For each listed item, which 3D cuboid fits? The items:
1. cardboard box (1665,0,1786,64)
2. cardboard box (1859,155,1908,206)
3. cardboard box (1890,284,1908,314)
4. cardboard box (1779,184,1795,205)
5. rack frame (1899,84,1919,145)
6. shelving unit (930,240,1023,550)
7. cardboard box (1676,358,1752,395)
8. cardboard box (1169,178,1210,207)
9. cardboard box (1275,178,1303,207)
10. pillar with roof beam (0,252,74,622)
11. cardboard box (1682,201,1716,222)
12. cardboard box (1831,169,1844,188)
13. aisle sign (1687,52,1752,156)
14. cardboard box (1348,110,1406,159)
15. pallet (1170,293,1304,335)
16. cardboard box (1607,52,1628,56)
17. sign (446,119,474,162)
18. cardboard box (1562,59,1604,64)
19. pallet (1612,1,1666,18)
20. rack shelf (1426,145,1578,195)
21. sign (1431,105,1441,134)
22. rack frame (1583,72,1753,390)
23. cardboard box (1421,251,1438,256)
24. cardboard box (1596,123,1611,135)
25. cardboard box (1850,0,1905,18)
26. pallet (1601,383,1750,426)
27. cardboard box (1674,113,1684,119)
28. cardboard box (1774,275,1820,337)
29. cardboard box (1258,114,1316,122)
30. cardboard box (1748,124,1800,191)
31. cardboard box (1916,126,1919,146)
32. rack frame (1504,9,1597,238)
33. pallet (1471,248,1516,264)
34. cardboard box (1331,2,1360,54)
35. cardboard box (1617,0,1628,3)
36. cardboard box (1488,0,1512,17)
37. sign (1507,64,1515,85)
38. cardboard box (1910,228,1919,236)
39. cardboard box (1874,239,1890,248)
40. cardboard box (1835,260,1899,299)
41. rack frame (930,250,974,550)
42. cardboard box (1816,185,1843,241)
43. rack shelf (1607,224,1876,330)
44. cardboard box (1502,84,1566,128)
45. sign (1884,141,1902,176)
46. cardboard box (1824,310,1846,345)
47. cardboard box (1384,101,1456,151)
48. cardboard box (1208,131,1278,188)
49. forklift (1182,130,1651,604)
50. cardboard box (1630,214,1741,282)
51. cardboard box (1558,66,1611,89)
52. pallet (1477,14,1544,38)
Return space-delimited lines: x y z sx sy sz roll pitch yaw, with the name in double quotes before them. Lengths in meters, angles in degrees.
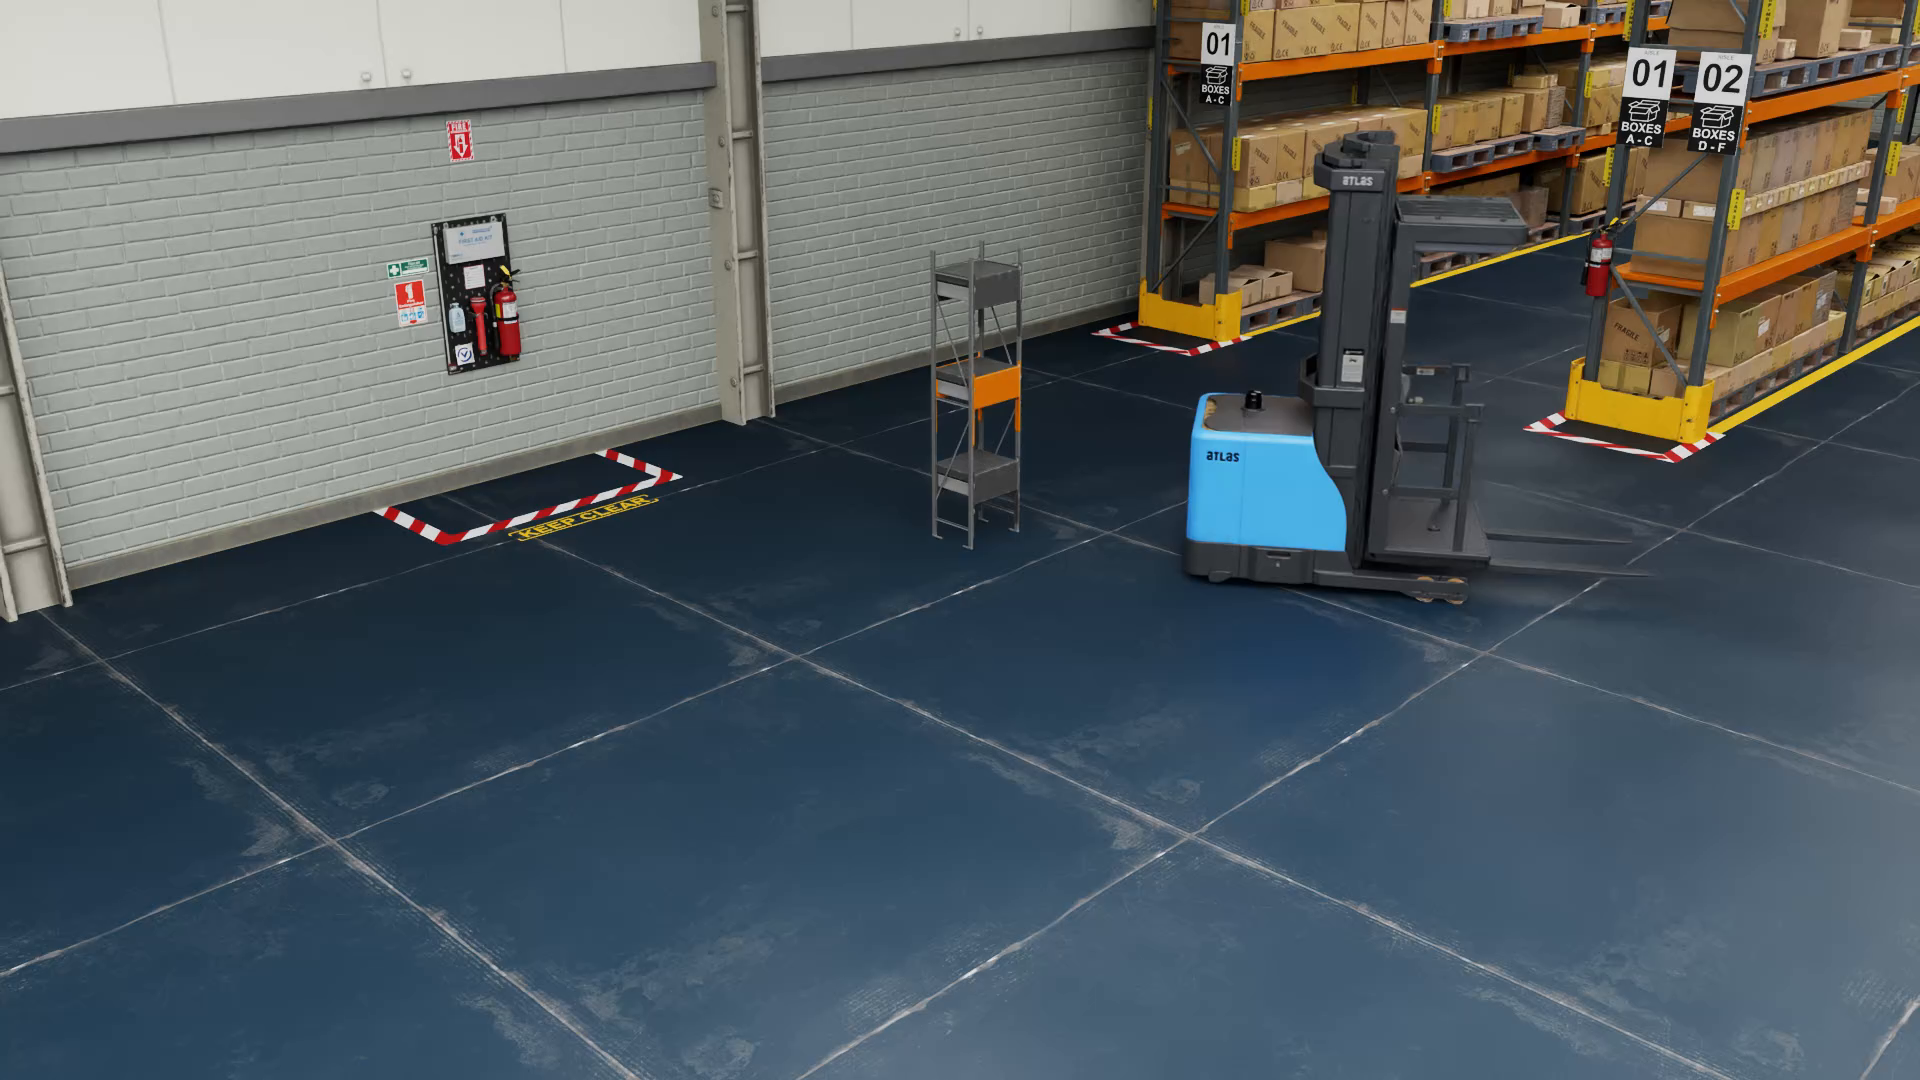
"cardboard box" 6.368 -4.266 13.887 0.637 0.503 0.797 -18 27 -38
"cardboard box" 9.670 -3.813 17.675 0.500 0.500 0.500 -18 27 -38
"cardboard box" 9.930 -2.657 18.054 0.500 0.250 0.500 18 28 39
"cardboard box" 7.289 -3.138 15.013 0.380 0.149 0.250 19 28 40
"rack frame" 11.545 -4.466 19.513 1.000 3.000 0.127 19 28 41
"shelving unit" 0.115 -1.023 11.809 0.431 2.100 0.503 19 28 41
"cardboard box" 6.844 -1.534 15.131 0.500 0.250 0.500 19 28 41
"cardboard box" 2.600 -3.756 17.848 0.500 0.250 0.500 -20 28 -41
"cardboard box" 3.332 -3.771 17.885 0.500 0.250 0.500 18 28 39
"pillar with roof beam" -3.006 -2.683 6.512 9.100 9.000 0.400 19 28 41
"cardboard box" 6.392 -2.806 14.151 0.380 0.149 0.250 19 28 40
"cardboard box" 8.181 -3.465 15.865 0.380 0.149 0.250 19 28 41
"aisle sign" 6.138 -3.530 13.453 0.394 0.787 0.004 19 28 41
"cardboard box" 4.750 -4.637 19.095 0.500 0.500 0.500 19 28 40
"pallet" 3.057 -2.566 18.457 1.003 0.211 1.213 19 28 41
"cardboard box" 9.916 -7.089 24.710 0.500 0.250 0.500 20 28 41
"sign" -3.733 -2.982 12.420 0.001 0.298 0.199 19 28 41
"cardboard box" 8.848 -6.695 23.684 0.500 0.250 0.500 18 28 39
"pallet" 9.182 -7.484 23.447 1.213 0.211 1.003 -19 28 -40
"rack shelf" 6.598 -4.855 21.528 1.077 0.370 4.000 19 28 41
"sign" 5.597 -4.947 19.558 0.100 0.325 0.005 19 28 41
"rack frame" 5.964 -2.410 14.163 1.000 3.000 0.127 19 28 41
"cardboard box" 5.704 -3.909 20.934 0.500 0.500 0.700 -19 28 -40
"cardboard box" 8.817 -5.733 23.133 0.250 0.149 0.380 -19 28 -40
"cardboard box" 9.213 -5.463 16.504 0.500 0.500 0.500 20 29 41
"pallet" 6.468 -1.315 15.202 1.003 0.211 1.213 19 28 41
"cardboard box" 10.592 -6.397 24.858 0.250 0.149 0.380 -20 28 -41
"cardboard box" 7.884 -2.271 16.005 0.500 0.500 0.500 19 28 41
"cardboard box" 3.656 -4.503 18.744 0.500 0.500 0.500 -20 29 -41
"cardboard box" 7.050 -3.459 14.944 0.700 0.500 0.500 19 28 41
"cardboard box" 11.904 -4.899 19.914 0.700 0.500 0.500 9 23 23
"rack frame" 7.993 -5.705 22.736 1.000 3.000 0.127 19 28 41
"pallet" 6.596 -3.891 21.903 1.003 0.211 1.213 19 28 41
"cardboard box" 3.943 -5.535 17.945 0.500 0.500 0.500 -18 27 -39
"cardboard box" 9.018 -7.784 23.213 0.500 0.500 0.700 -18 28 -39
"cardboard box" 6.502 -6.757 20.568 0.500 0.500 0.500 18 27 39
"sign" 7.593 -6.383 22.888 0.100 0.325 0.005 19 28 41
"cardboard box" 11.356 -3.444 19.320 0.500 0.311 0.500 -19 28 -41
"cardboard box" 10.251 -3.312 18.975 0.500 0.311 0.500 18 28 39
"cardboard box" 9.574 -2.783 17.601 0.500 0.311 0.500 19 28 40
"rack frame" -0.055 -0.960 11.645 0.400 2.100 0.015 19 28 41
"cardboard box" 8.086 -3.232 16.162 0.700 0.500 0.500 19 28 40
"rack shelf" 7.359 -2.588 15.629 1.077 0.370 4.000 19 28 41
"cardboard box" 7.673 -5.834 22.319 0.700 0.500 0.500 15 26 35
"sign" 9.153 -3.740 16.308 0.100 0.325 0.005 19 28 41
"cardboard box" 8.588 -2.177 16.803 0.500 0.250 0.500 19 28 41
"cardboard box" 5.582 -5.051 20.282 0.700 0.500 0.500 19 28 41
"cardboard box" 2.961 -3.985 17.398 0.500 0.500 0.500 19 28 41
"forklift" 3.089 -1.152 10.987 3.031 2.935 1.130 4 21 10
"cardboard box" 6.299 -2.573 14.449 0.700 0.500 0.500 19 28 41
"cardboard box" 8.515 -6.309 22.682 0.500 0.250 0.500 -19 28 -41
"pallet" 6.431 -6.389 20.596 1.213 0.211 1.003 19 28 41
